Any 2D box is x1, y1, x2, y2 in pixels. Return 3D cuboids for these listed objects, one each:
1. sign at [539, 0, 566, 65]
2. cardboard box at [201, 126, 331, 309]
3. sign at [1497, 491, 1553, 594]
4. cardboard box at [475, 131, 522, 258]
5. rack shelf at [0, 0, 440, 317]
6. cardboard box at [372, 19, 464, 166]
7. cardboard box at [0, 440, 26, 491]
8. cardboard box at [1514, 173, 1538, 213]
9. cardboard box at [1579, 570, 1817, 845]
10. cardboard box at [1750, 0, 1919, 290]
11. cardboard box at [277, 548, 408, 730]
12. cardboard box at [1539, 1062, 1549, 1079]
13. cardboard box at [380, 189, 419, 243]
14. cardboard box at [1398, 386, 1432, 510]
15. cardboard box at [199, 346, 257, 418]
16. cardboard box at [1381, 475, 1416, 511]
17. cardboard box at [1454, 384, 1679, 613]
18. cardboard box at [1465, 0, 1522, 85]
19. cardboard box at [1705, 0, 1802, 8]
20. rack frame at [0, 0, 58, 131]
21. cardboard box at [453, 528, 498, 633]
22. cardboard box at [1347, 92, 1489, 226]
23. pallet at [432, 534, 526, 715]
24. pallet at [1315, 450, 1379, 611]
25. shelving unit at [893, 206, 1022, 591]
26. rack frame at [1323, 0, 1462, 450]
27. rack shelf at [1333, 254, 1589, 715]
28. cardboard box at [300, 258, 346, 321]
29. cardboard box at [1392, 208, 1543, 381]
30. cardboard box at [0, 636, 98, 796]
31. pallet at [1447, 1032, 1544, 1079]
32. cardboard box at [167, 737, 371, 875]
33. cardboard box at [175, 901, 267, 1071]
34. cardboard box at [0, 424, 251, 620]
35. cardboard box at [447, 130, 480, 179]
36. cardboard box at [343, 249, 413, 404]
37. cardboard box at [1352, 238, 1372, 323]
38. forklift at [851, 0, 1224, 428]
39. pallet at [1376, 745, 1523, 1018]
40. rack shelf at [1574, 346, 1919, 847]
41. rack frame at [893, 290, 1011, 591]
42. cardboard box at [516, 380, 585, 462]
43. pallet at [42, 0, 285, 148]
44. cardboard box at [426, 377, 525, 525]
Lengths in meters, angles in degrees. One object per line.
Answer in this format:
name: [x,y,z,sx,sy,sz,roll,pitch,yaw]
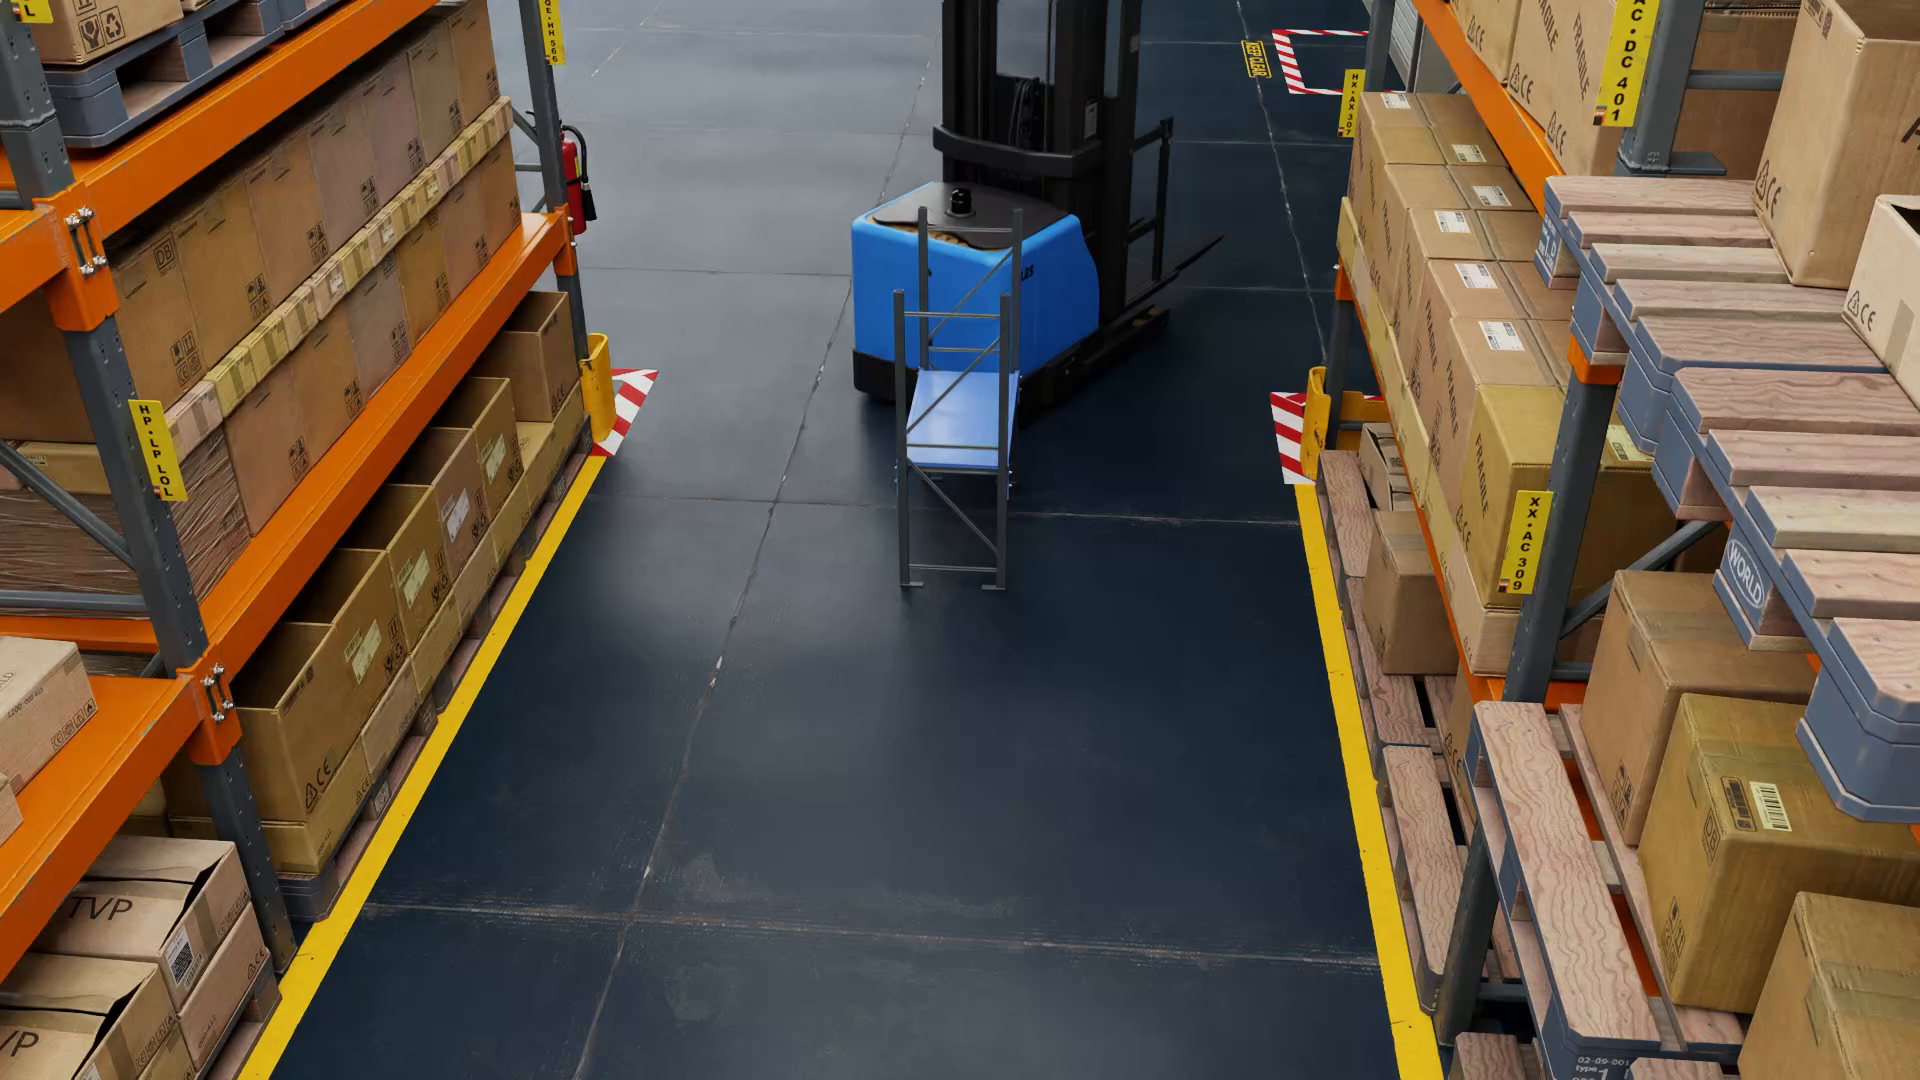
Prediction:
sign: [-1.981,-2.468,8.067,0.100,0.325,0.005,2,32,4]
cardboard box: [-2.735,-1.167,5.952,0.700,0.500,0.500,2,32,4]
sign: [1.550,0.009,4.552,0.100,0.325,0.005,2,32,4]
cardboard box: [-2.572,-1.704,8.060,0.700,0.500,0.500,2,32,4]
rack shelf: [-2.684,-1.830,6.187,1.077,0.370,4.000,2,32,4]
cardboard box: [-2.613,-1.953,7.229,0.700,0.500,0.500,2,32,3]
cardboard box: [-3.038,-0.283,5.137,0.380,0.149,0.250,2,32,4]
cardboard box: [2.502,-1.170,6.699,0.500,0.500,0.500,2,32,3]
cardboard box: [2.016,0.431,4.177,0.700,0.500,0.500,3,32,4]
cardboard box: [1.967,-0.820,3.366,0.500,0.500,0.500,7,32,11]
cardboard box: [-2.464,0.368,6.299,0.500,0.500,0.500,2,32,4]
cardboard box: [2.048,1.659,4.662,0.700,0.500,0.500,3,32,6]
cardboard box: [-2.466,-1.339,6.849,0.380,0.149,0.250,3,32,5]
cardboard box: [1.902,-0.333,6.055,0.500,0.250,0.500,2,32,4]
cardboard box: [-2.592,-0.531,5.538,0.380,0.149,0.250,2,32,3]
cardboard box: [2.224,-0.082,7.667,0.500,0.311,0.500,5,32,8]
cardboard box: [1.821,-0.128,5.008,0.500,0.500,0.500,2,32,4]
cardboard box: [1.947,-1.762,5.276,0.500,0.500,0.500,1,32,2]
cardboard box: [1.862,-1.631,4.111,0.500,0.500,0.500,0,32,0]
rack frame: [-2.846,-2.367,3.514,1.000,3.000,0.127,2,32,4]
cardboard box: [-2.380,0.165,7.344,0.500,0.250,0.500,2,32,4]
cardboard box: [2.078,-1.722,7.595,0.500,0.500,0.500,2,32,4]
pallet: [-2.643,0.320,7.529,1.003,0.211,1.213,2,32,4]
pallet: [2.309,-0.045,8.122,1.003,0.211,1.213,2,32,4]
shelving unit: [0.007,-0.683,7.929,0.538,1.500,1.048,2,32,4]
rack frame: [2.417,-1.695,8.142,1.000,3.000,0.127,2,32,4]
rack shelf: [2.254,-0.343,6.633,1.077,0.370,4.000,2,32,4]
cardboard box: [-2.531,-0.938,6.200,0.380,0.149,0.250,2,32,3]
cardboard box: [1.950,-0.924,6.299,0.500,0.500,0.500,3,32,6]
cardboard box: [-2.843,0.510,4.707,0.500,0.250,0.500,4,32,7]
pallet: [2.029,1.991,4.819,1.003,0.211,1.213,2,32,4]
cardboard box: [-2.506,0.949,6.072,0.500,0.250,0.500,2,32,4]
cardboard box: [-2.591,1.408,5.327,0.500,0.250,0.500,2,32,4]
cardboard box: [-2.817,-0.088,5.439,0.700,0.500,0.500,2,32,3]
cardboard box: [-2.403,-1.745,7.509,0.380,0.149,0.250,2,32,3]
cardboard box: [-2.695,-0.894,6.747,0.700,0.500,0.500,3,32,5]
cardboard box: [2.033,-1.126,7.342,0.500,0.250,0.500,2,32,2]
forklift: [0.641,-2.564,9.617,1.130,2.935,3.031,20,37,29]
pallet: [2.111,1.231,6.052,1.003,0.211,1.213,2,32,4]
rack shelf: [1.928,0.471,2.453,1.077,0.370,4.000,2,32,4]
rack frame: [-0.034,-0.417,7.498,0.500,1.500,0.032,2,32,4]
cardboard box: [-2.270,-0.620,8.618,0.500,0.250,0.500,2,32,4]
pallet: [-2.803,-1.500,5.050,1.003,0.211,1.213,2,32,4]
cardboard box: [-2.335,-0.416,7.571,0.500,0.500,0.500,2,32,4]
